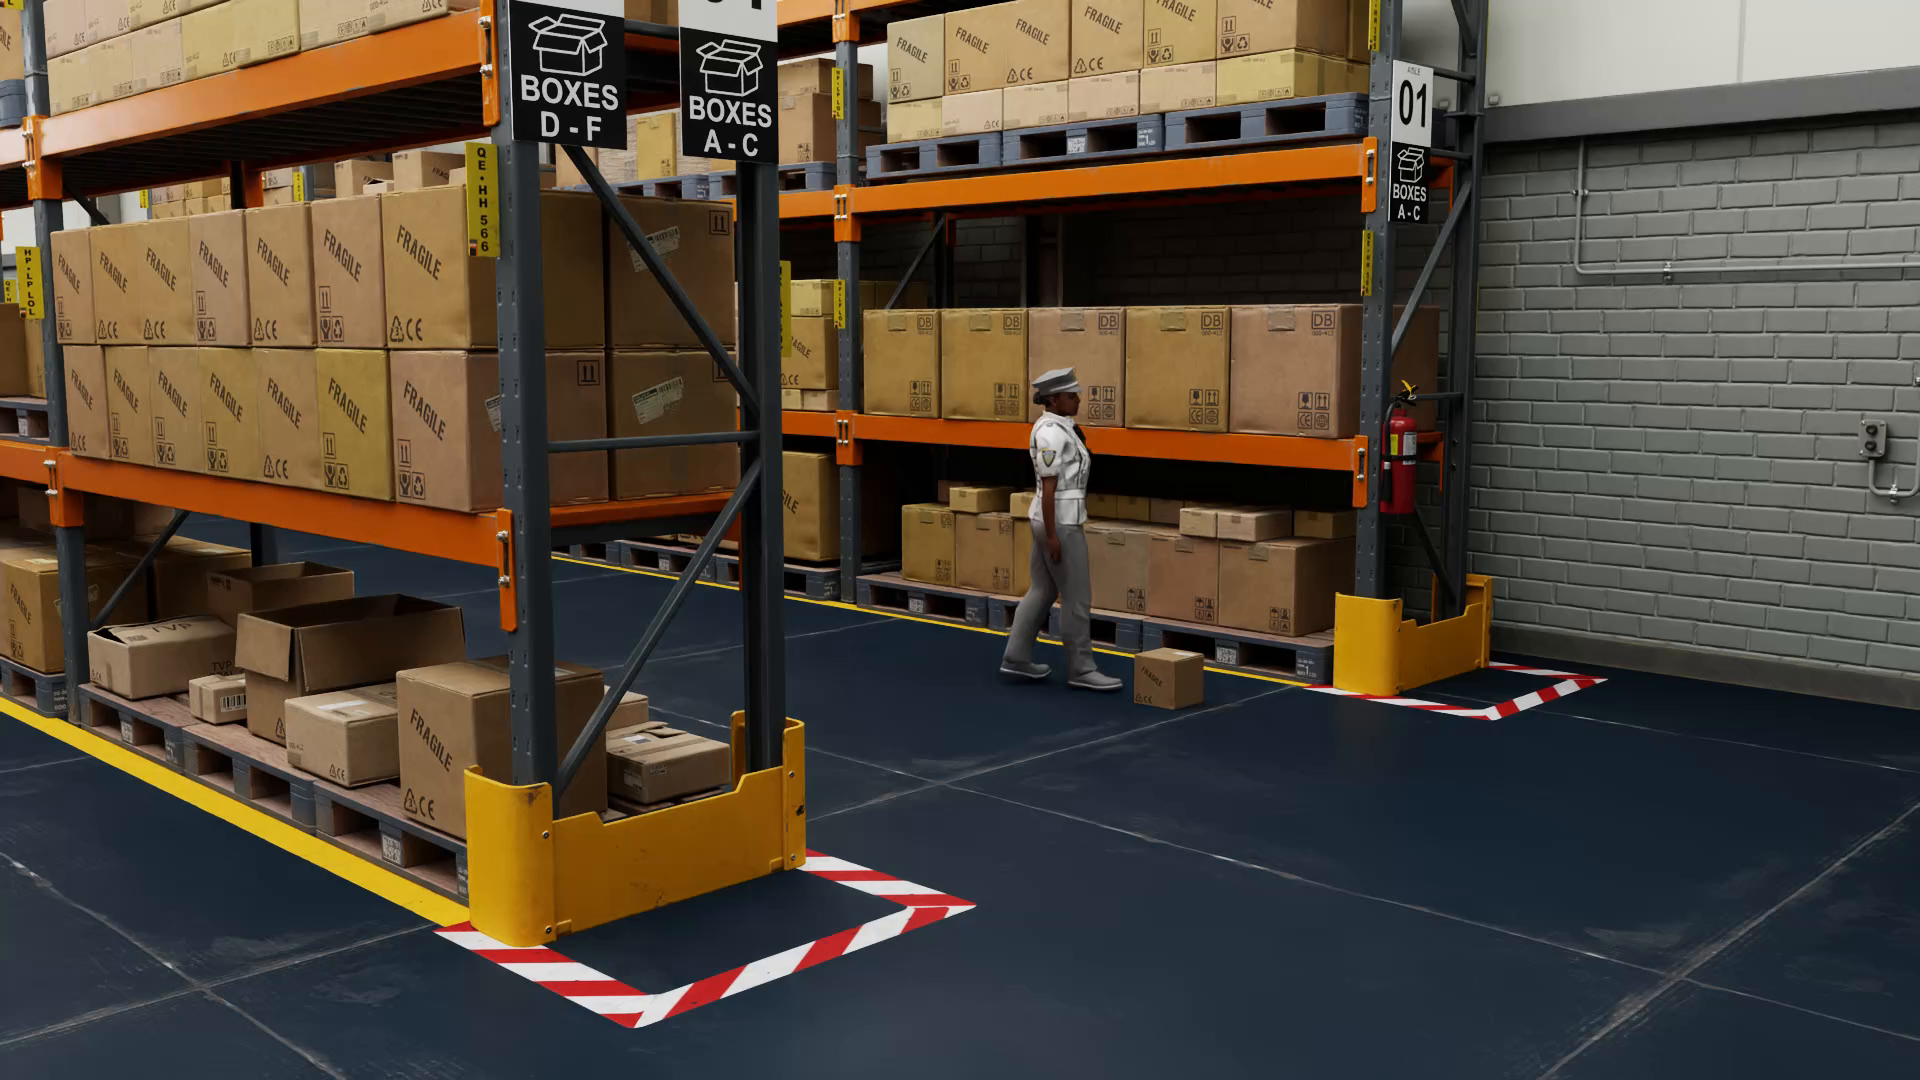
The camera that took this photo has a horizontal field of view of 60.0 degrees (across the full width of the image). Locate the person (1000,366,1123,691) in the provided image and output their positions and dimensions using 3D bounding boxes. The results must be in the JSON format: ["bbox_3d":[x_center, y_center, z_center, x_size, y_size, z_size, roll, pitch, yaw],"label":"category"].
[{"bbox_3d":[0.530,-0.069,8.682,0.636,1.673,0.445,0,7,0],"label":"person"}]
